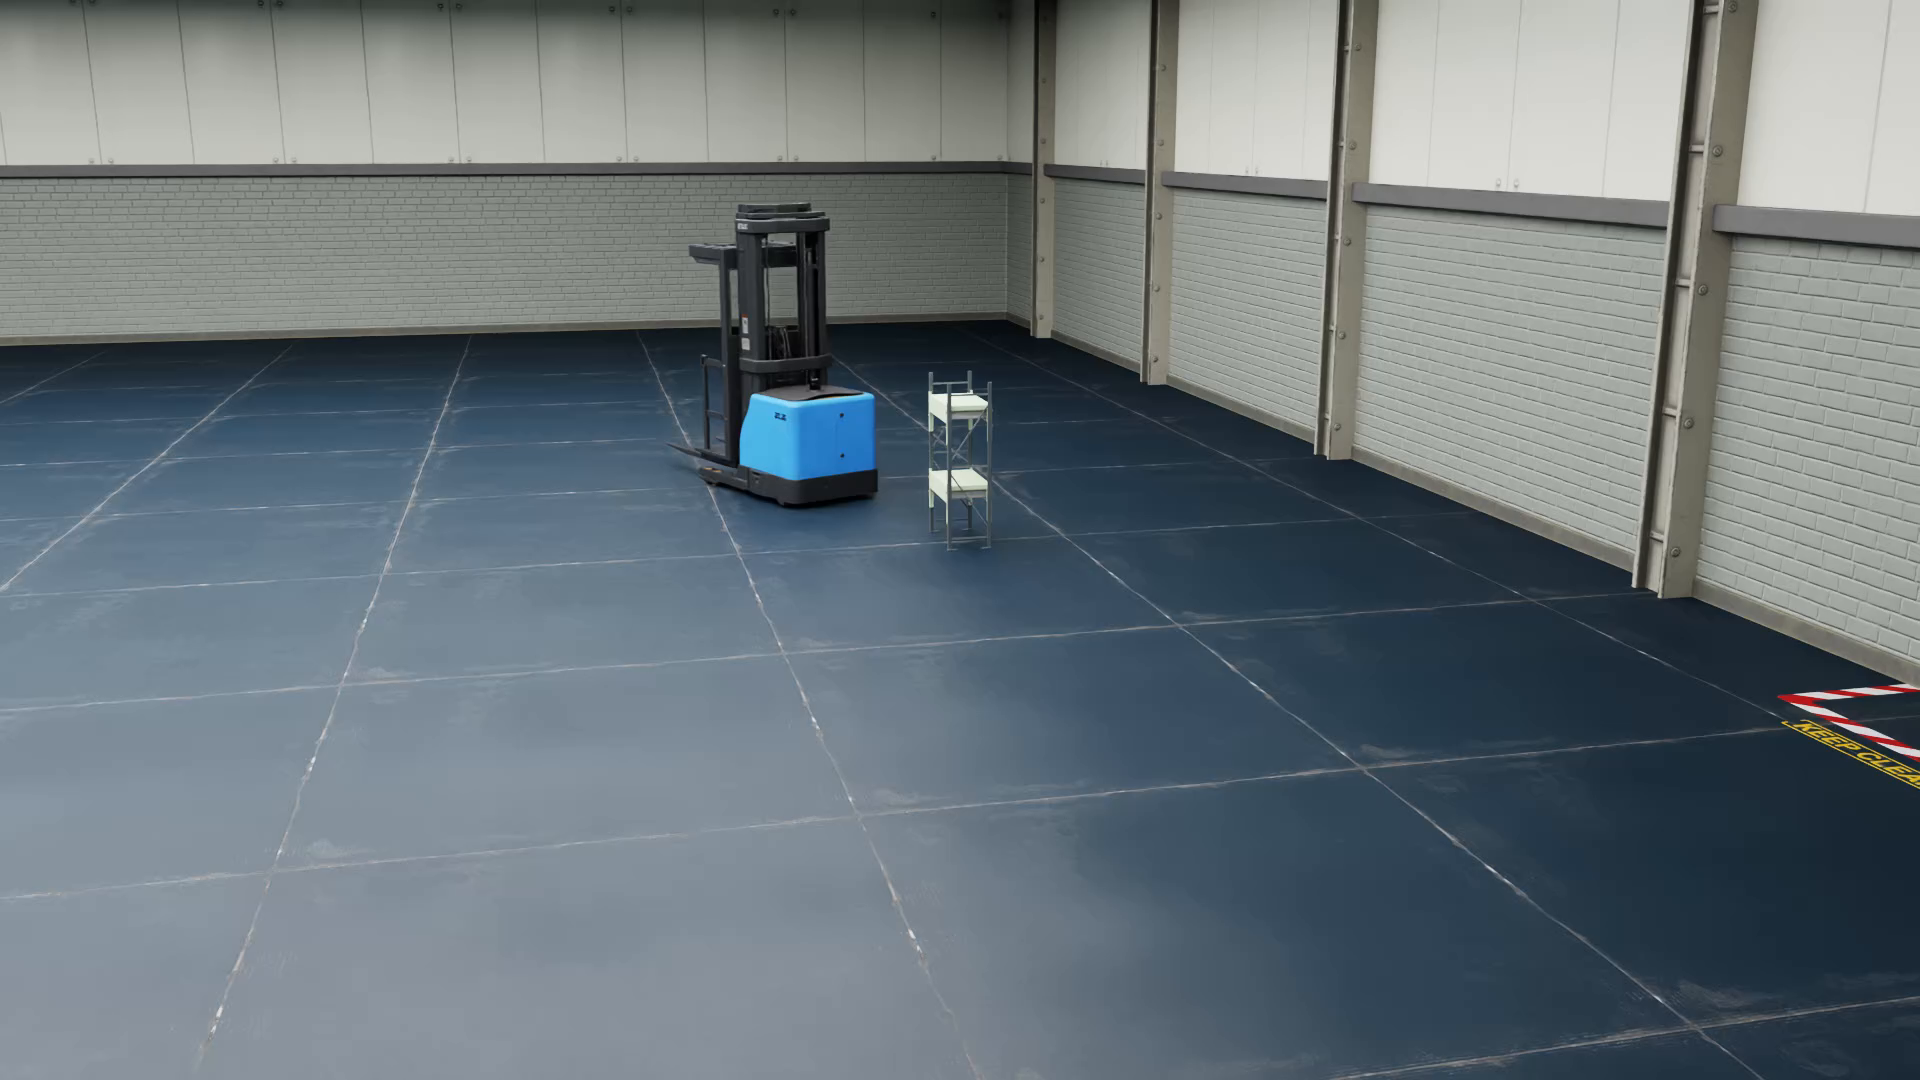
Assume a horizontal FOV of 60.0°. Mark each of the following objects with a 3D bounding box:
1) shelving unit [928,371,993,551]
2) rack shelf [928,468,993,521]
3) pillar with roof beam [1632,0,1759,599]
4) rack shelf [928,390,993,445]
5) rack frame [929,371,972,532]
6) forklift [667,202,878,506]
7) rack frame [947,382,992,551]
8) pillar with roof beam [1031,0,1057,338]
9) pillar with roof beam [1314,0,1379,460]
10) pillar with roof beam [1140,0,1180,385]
[{"bbox_3d":[-0.002,-0.730,15.078,0.431,1.500,0.755,-3,14,-13],"label":"shelving unit"},{"bbox_3d":[-0.002,-0.413,15.156,0.431,0.370,0.720,-3,14,-13],"label":"rack shelf"},{"bbox_3d":[1.540,-3.715,11.495,9.100,9.000,0.400,-3,14,-13],"label":"pillar with roof beam"},{"bbox_3d":[-0.002,-1.109,14.986,0.431,0.370,0.720,-3,14,-13],"label":"rack shelf"},{"bbox_3d":[-0.088,-0.815,15.424,0.400,1.500,0.023,-3,14,-13],"label":"rack frame"},{"bbox_3d":[-2.129,-2.060,17.505,1.130,2.935,3.031,-10,17,-36],"label":"forklift"},{"bbox_3d":[0.084,-0.646,14.733,0.400,1.500,0.023,-3,14,-13],"label":"rack frame"},{"bbox_3d":[-2.688,-7.868,28.492,9.100,9.000,0.400,-3,14,-13],"label":"pillar with roof beam"},{"bbox_3d":[0.131,-5.099,17.161,9.100,9.000,0.400,-3,14,-13],"label":"pillar with roof beam"},{"bbox_3d":[-1.279,-6.483,22.826,9.100,9.000,0.400,-3,14,-13],"label":"pillar with roof beam"}]
